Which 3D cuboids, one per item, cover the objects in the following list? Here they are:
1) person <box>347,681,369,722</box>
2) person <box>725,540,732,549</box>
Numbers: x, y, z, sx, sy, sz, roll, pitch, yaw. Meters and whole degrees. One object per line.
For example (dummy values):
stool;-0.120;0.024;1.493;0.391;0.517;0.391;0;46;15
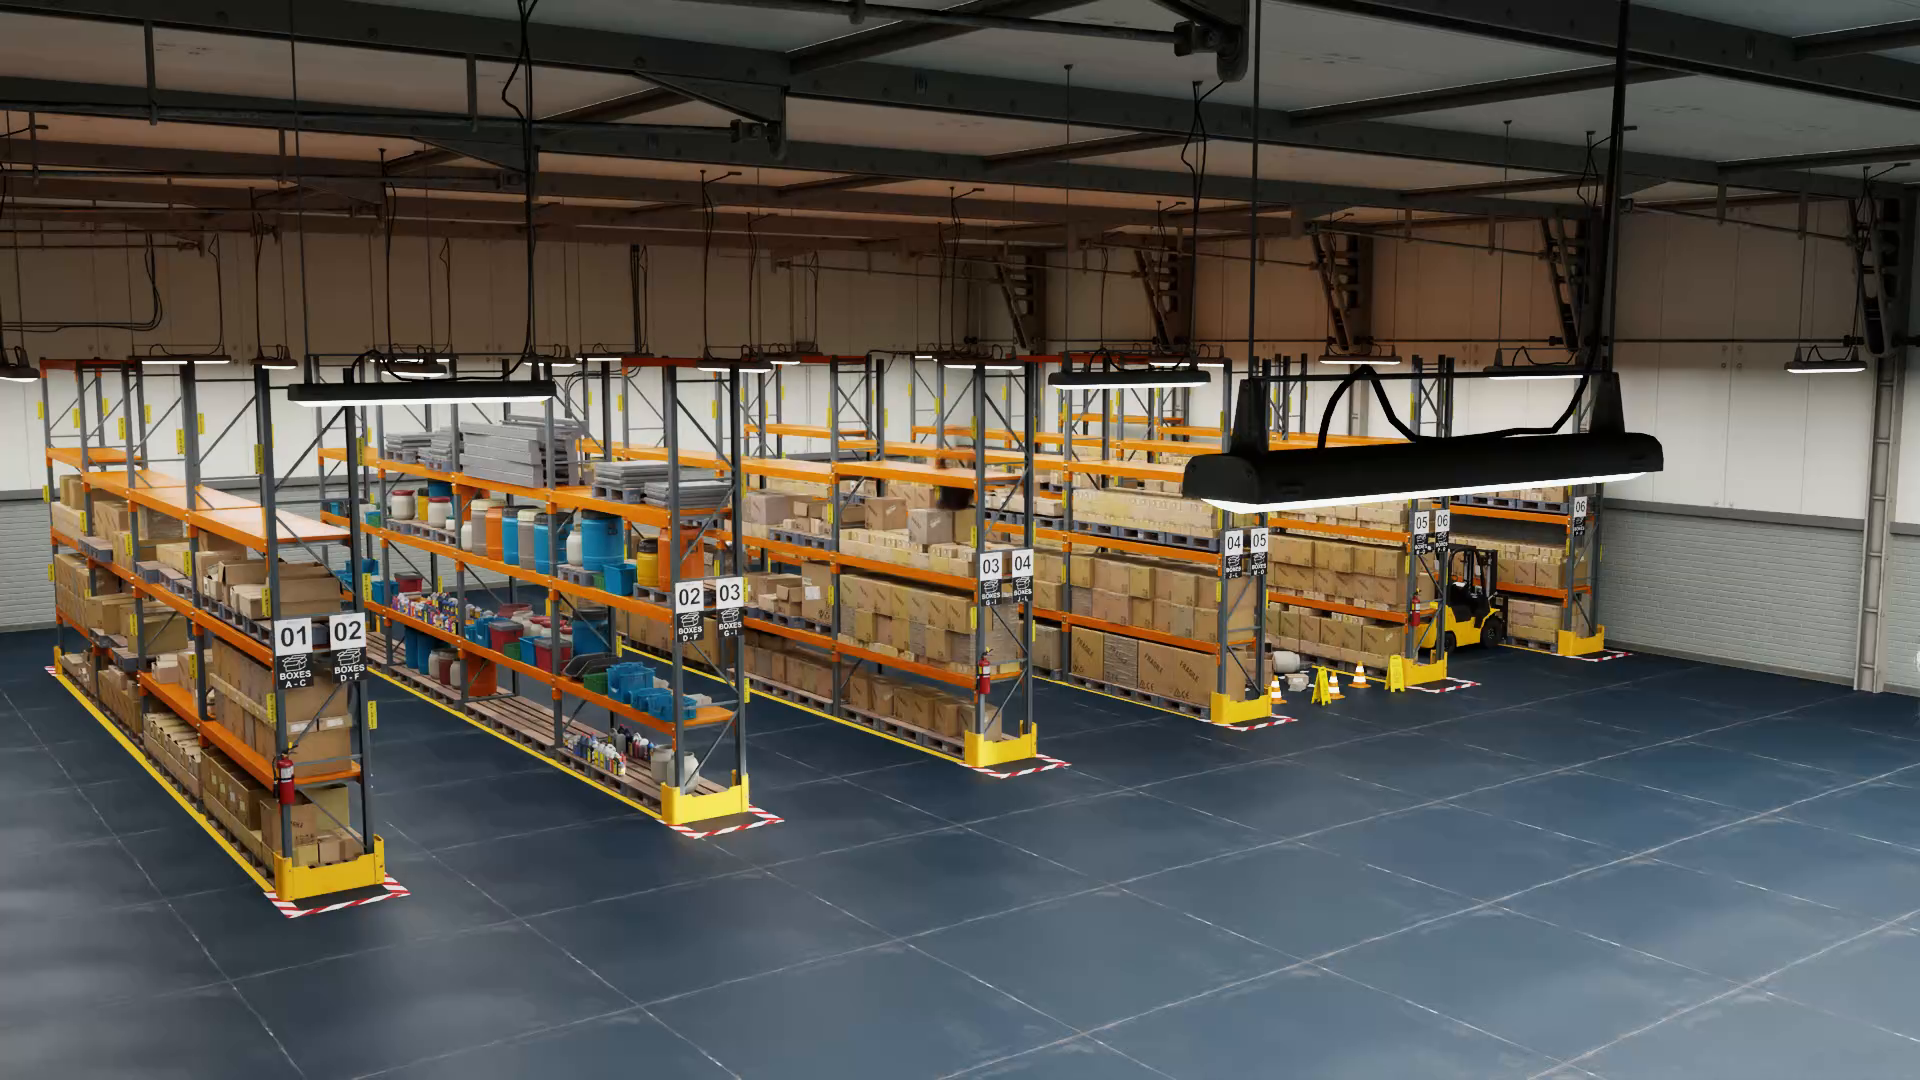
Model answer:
person;-9.941;2.259;27.210;0.714;1.701;0.556;7;10;45
person;-5.809;0.528;41.280;0.537;1.741;0.691;-5;9;-37
